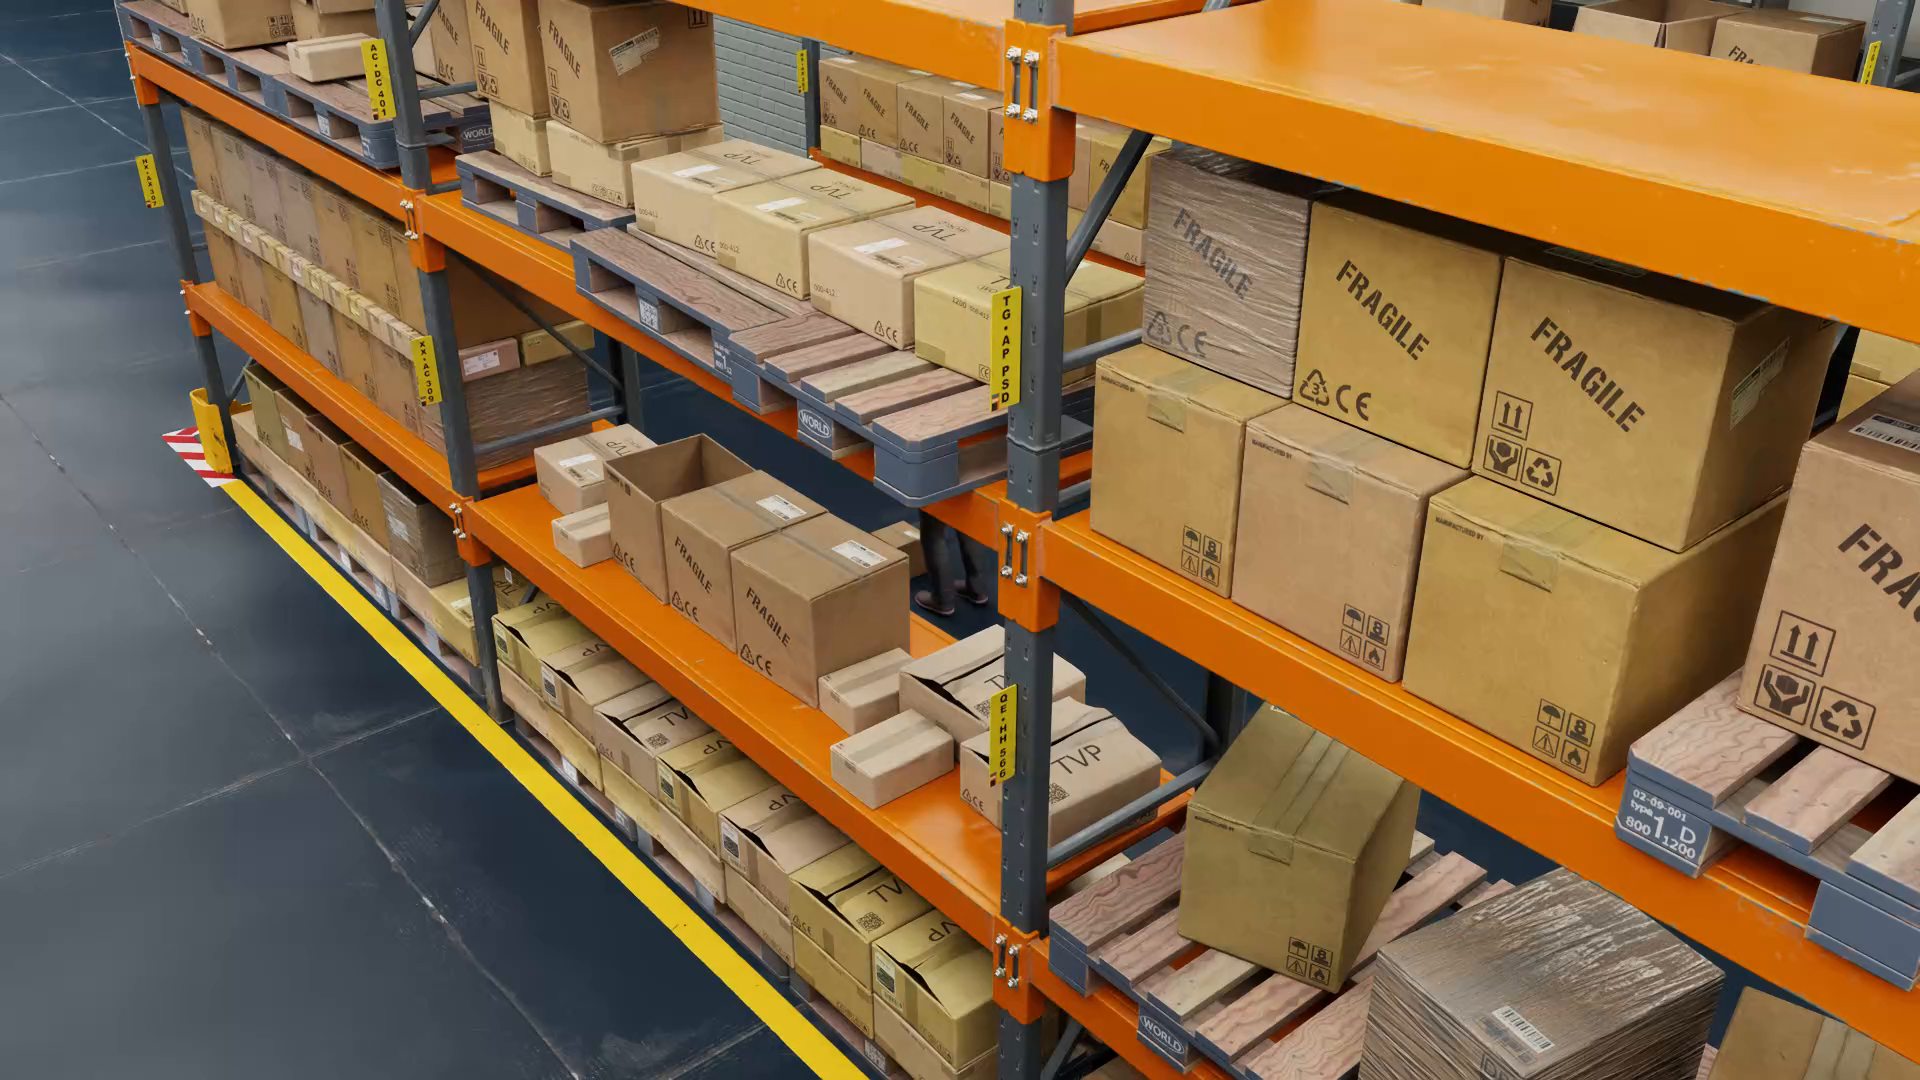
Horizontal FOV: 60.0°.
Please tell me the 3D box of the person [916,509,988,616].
[{"bbox_3d":[-0.062,-0.359,9.301,0.436,1.658,0.317,-21,35,-34],"label":"person"}]
